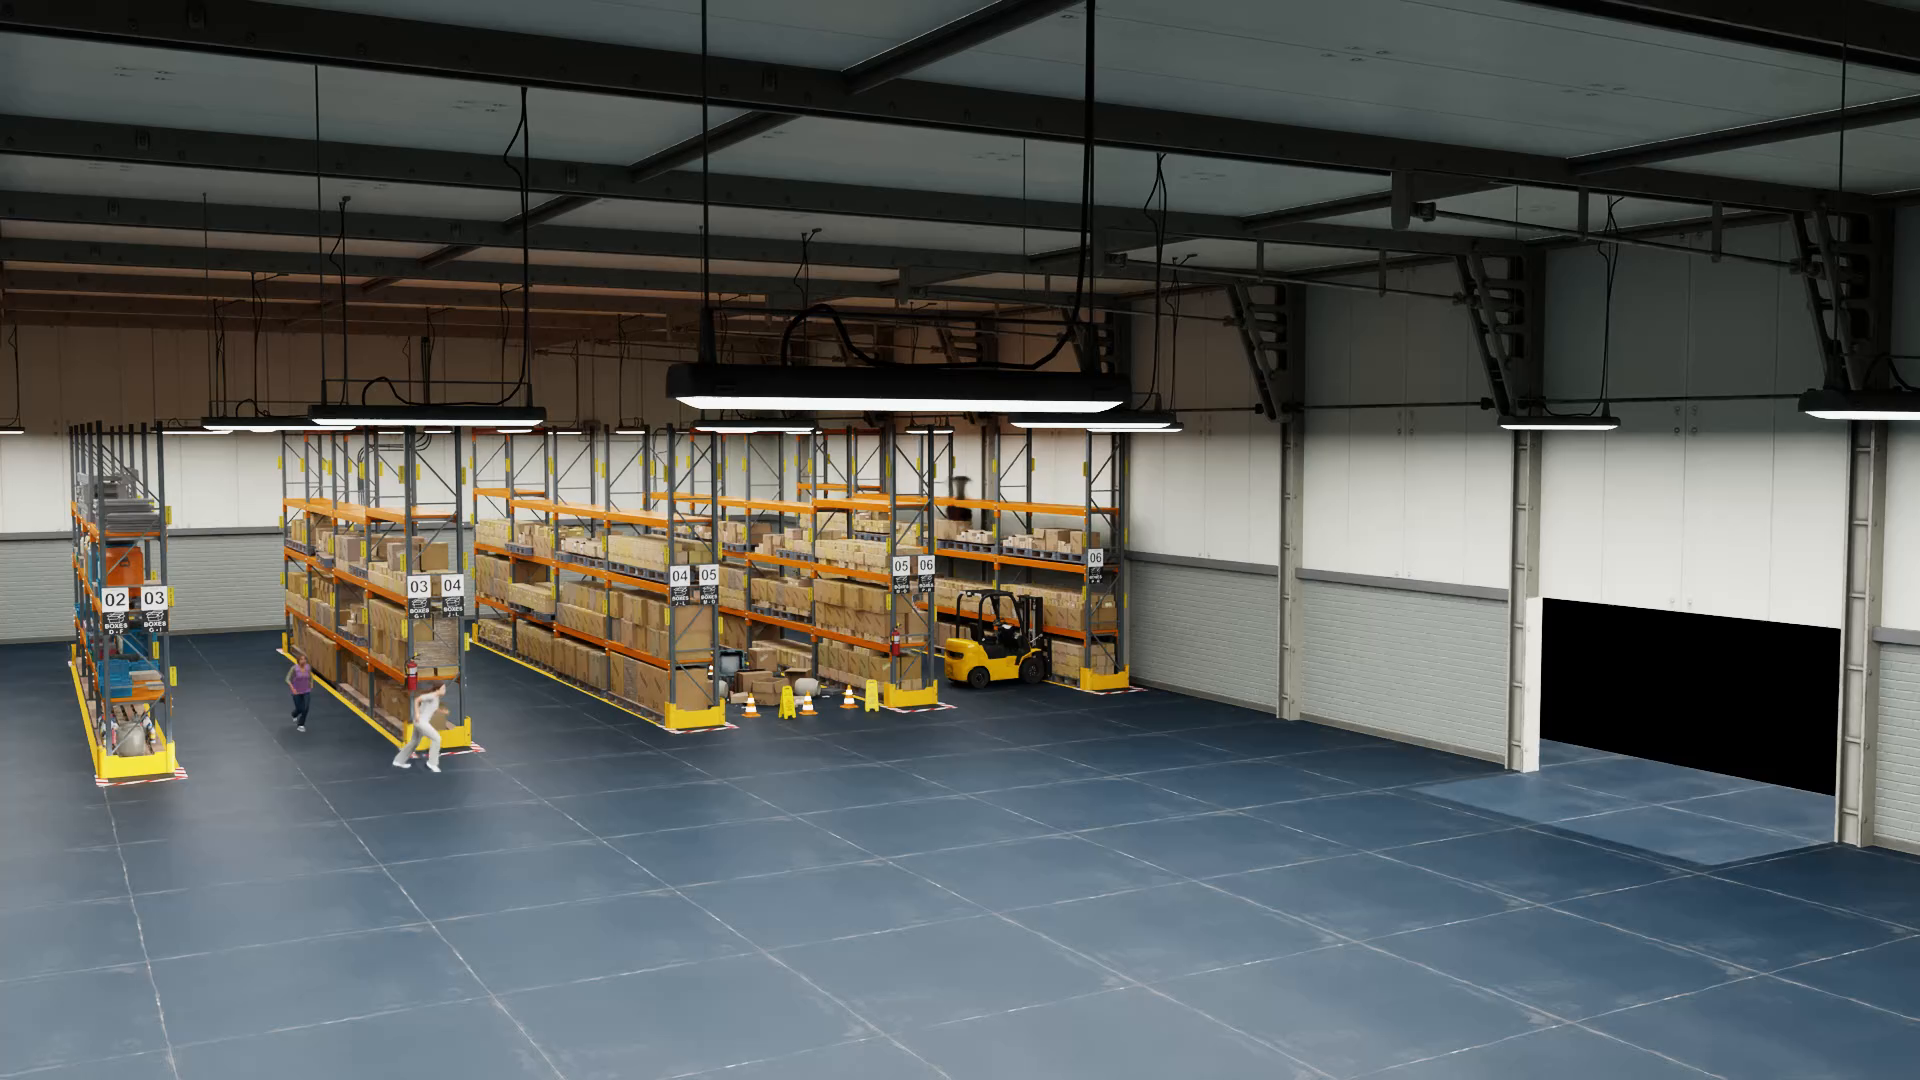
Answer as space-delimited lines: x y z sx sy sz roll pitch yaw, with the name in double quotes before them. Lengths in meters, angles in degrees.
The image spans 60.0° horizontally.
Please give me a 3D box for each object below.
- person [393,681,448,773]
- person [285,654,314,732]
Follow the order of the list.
"person" -9.217 3.206 28.370 0.955 1.616 0.610 0 4 -2
"person" -12.864 2.964 32.394 0.539 1.526 0.581 -3 5 -40
